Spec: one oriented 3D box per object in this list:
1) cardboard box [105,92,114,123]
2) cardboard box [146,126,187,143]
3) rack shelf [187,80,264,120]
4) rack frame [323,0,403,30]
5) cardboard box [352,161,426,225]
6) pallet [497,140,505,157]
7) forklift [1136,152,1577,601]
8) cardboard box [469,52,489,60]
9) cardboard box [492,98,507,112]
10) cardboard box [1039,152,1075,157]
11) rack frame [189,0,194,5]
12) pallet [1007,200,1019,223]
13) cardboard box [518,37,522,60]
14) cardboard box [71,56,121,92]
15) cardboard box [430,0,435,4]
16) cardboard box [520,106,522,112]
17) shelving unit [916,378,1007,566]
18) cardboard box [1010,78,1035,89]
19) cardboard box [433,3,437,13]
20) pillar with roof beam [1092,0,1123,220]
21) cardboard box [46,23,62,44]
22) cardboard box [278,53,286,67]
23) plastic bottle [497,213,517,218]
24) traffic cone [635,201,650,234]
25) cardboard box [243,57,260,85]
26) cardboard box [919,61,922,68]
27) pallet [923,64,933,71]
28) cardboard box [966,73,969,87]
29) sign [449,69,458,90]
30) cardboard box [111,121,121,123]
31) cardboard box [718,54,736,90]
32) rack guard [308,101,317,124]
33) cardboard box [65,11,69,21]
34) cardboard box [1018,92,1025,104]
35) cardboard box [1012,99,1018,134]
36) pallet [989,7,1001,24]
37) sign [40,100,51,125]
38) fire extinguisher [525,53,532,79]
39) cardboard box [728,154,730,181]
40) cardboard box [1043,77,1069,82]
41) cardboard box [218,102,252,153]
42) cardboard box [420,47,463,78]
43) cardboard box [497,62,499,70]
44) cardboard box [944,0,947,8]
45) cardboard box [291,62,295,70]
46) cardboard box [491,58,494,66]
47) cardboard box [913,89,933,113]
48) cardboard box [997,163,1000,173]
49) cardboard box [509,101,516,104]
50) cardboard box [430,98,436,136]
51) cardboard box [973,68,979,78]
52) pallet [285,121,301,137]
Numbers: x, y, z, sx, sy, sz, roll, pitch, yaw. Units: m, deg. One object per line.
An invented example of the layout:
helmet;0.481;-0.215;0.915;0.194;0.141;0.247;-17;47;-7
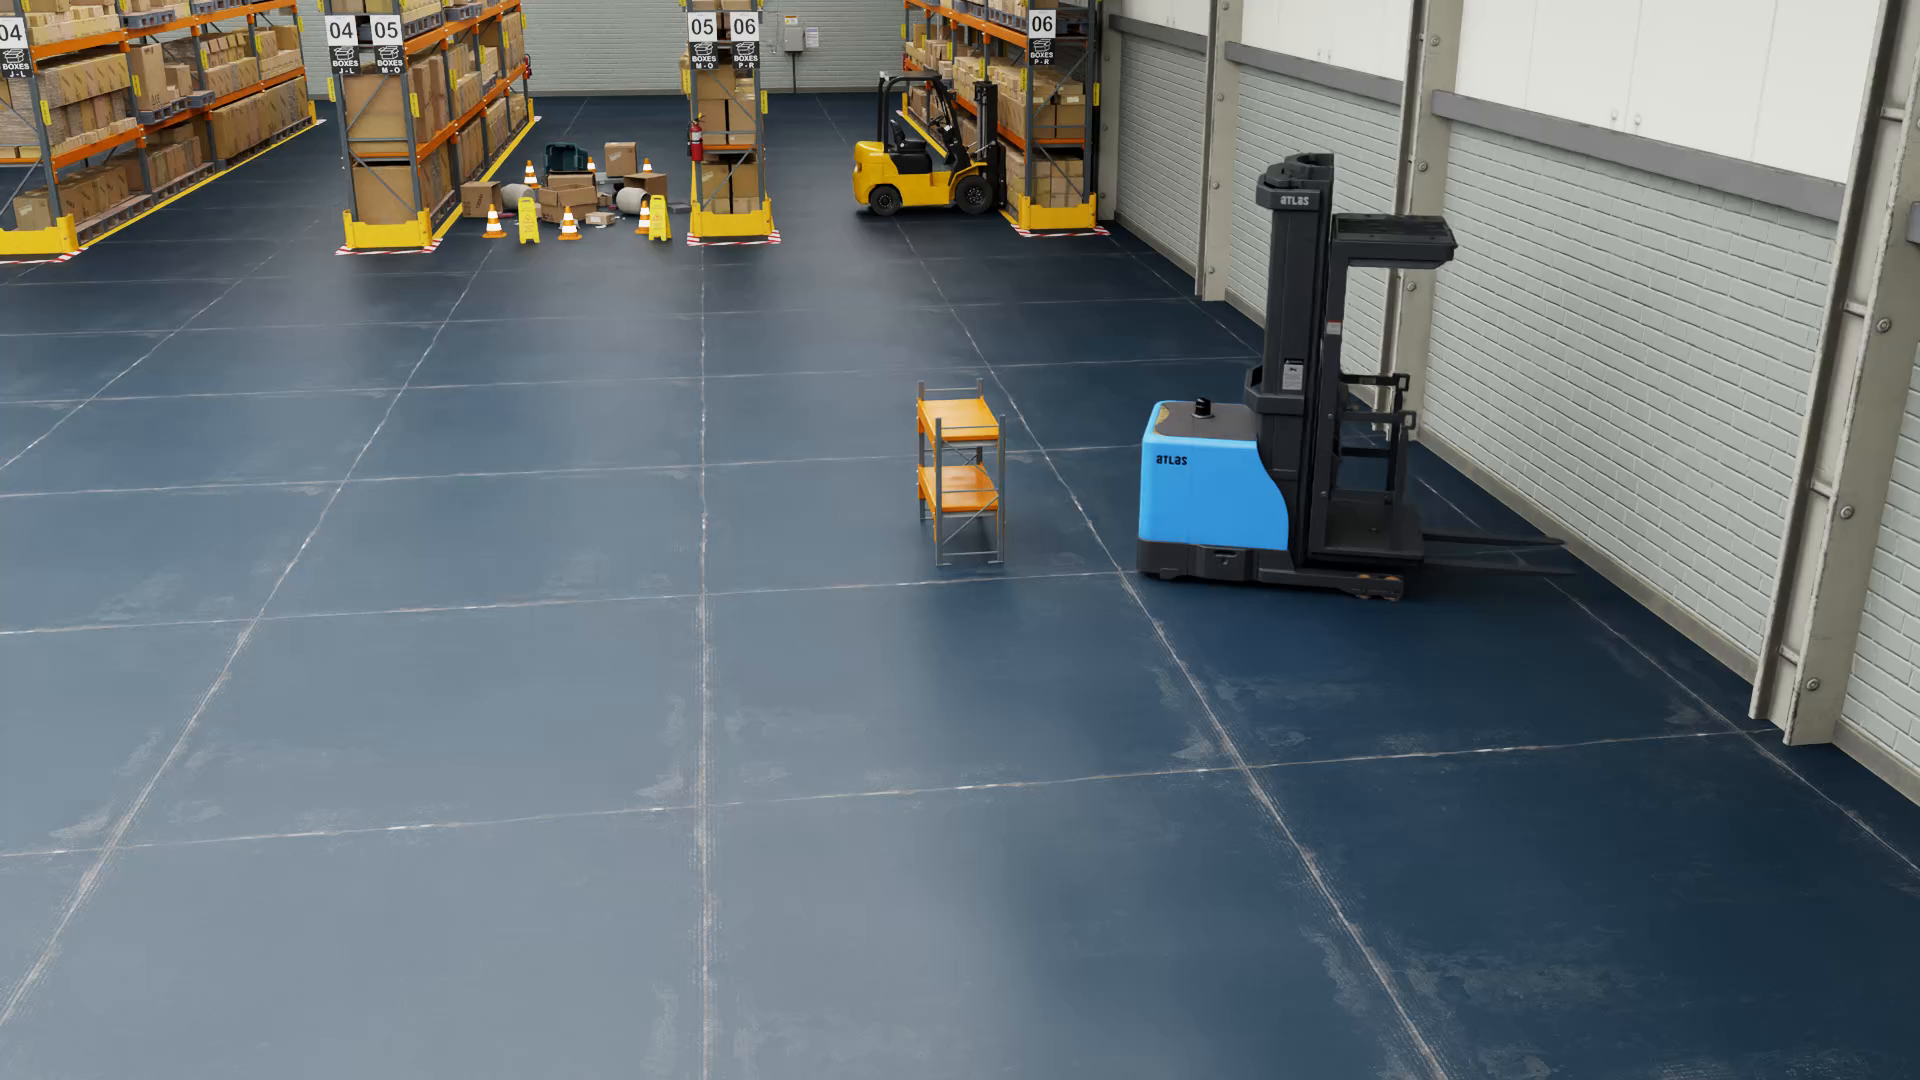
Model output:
cardboard box;-13.759;-6.732;25.885;0.875;0.500;0.500;-3;21;-8
cardboard box;-14.164;-7.237;29.678;0.500;0.250;0.500;-1;20;-2
rack shelf;-14.665;-8.620;32.536;1.077;0.370;4.000;-3;21;-8
rack frame;-8.301;-8.520;22.667;1.000;3.000;0.127;-3;21;-8
cardboard box;-8.464;-5.143;24.634;0.875;0.875;0.875;-3;21;-7
pallet;-9.738;-7.865;33.474;1.003;0.211;1.213;-3;21;-8
forklift;2.837;-1.153;11.614;3.031;2.935;1.130;4;21;11
cardboard box;-9.592;-9.642;33.153;0.380;0.149;0.250;-4;21;-10
cardboard box;-9.673;-8.996;34.417;0.500;0.250;0.500;-3;21;-9
cardboard box;1.537;-5.972;26.319;0.500;0.250;0.500;-3;21;-8
rack frame;-14.377;-11.075;29.507;1.000;3.000;0.127;-3;21;-8
pallet;1.343;-5.202;26.343;1.003;0.211;1.213;-3;21;-8
cardboard box;-10.219;-11.114;37.619;0.500;0.500;0.500;-3;21;-9
cardboard box;-13.390;-7.219;25.761;0.500;0.500;0.500;-3;21;-8
cardboard box;-8.480;-8.480;25.892;0.500;0.250;0.500;-3;21;-8
cardboard box;-10.085;-9.723;37.511;0.380;0.149;0.250;-3;21;-7
shelving unit;-0.001;-0.529;12.526;0.538;1.125;1.048;-3;21;-8
cardboard box;0.994;-7.197;26.204;0.380;0.149;0.250;-2;21;-6
cardboard box;-8.433;-8.339;26.085;0.380;0.149;0.250;-3;21;-7
pillar with roof beam;-1.974;-9.126;24.288;9.100;9.000;0.400;-3;21;-8
cardboard box;-13.118;-7.188;23.601;0.500;0.250;0.500;-3;21;-9
cardboard box;-14.972;-10.417;36.109;0.500;0.250;0.500;-3;21;-8
plastic bottle;-7.210;-5.167;26.462;0.283;0.061;0.133;-11;23;-26
traffic cone;-4.756;-4.890;25.147;0.336;0.463;0.334;-3;21;-8
cardboard box;-14.616;-9.548;33.850;0.500;0.500;0.500;-3;21;-8
cardboard box;-0.727;-10.738;37.538;0.380;0.149;0.250;-3;21;-9
pallet;-0.228;-10.029;35.555;1.003;0.211;1.213;-3;21;-8
cardboard box;0.391;-8.483;30.641;0.500;0.250;0.500;-3;21;-7
sign;-8.328;-7.566;27.336;0.100;0.325;0.005;-3;21;-8
cardboard box;-13.475;-6.526;26.260;0.380;0.149;0.250;-3;21;-8
cardboard box;-3.882;-7.342;26.088;0.700;0.500;0.500;-3;21;-8
rack guard;-15.533;-9.872;38.432;1.175;0.500;0.348;-3;21;-8
cardboard box;-13.270;-7.659;24.294;0.380;0.149;0.250;-3;21;-8
cardboard box;1.101;-6.790;25.538;0.380;0.149;0.250;-3;21;-7
cardboard box;1.098;-6.630;26.038;0.500;0.500;0.500;-2;21;-6
pallet;1.066;-8.701;27.564;1.003;0.211;1.213;-3;21;-8
sign;-12.687;-5.928;23.062;0.100;0.325;0.005;-3;21;-8
fire extinguisher;-10.187;-11.149;38.923;0.296;0.674;0.183;-3;21;-8
cardboard box;-3.493;-6.095;27.007;0.500;0.500;0.500;-2;21;-5
cardboard box;1.517;-7.223;26.272;0.380;0.149;0.250;-2;21;-6
cardboard box;-14.576;-8.015;32.325;1.225;0.875;0.875;-3;21;-8
cardboard box;-9.249;-8.486;29.579;0.700;0.500;0.500;-3;21;-9
cardboard box;-9.777;-9.816;34.470;0.380;0.149;0.250;-3;21;-9
cardboard box;-0.046;-10.690;32.979;0.500;0.250;0.500;-3;21;-8
cardboard box;-15.043;-10.546;37.025;0.380;0.149;0.250;-3;21;-7
cardboard box;-9.662;-9.683;33.689;0.380;0.149;0.250;-4;21;-10
cardboard box;-0.733;-10.297;38.971;0.700;0.500;0.500;-2;21;-6
cardboard box;0.889;-6.067;27.288;0.500;0.250;0.500;-3;21;-8
cardboard box;-10.075;-9.677;36.961;0.380;0.149;0.250;-3;21;-7
cardboard box;-8.574;-6.477;25.557;0.875;0.550;0.500;-3;21;-8
cardboard box;0.441;-8.349;29.713;0.380;0.149;0.250;-4;21;-9
pallet;-15.165;-9.034;36.601;1.003;0.211;1.213;-3;21;-8
